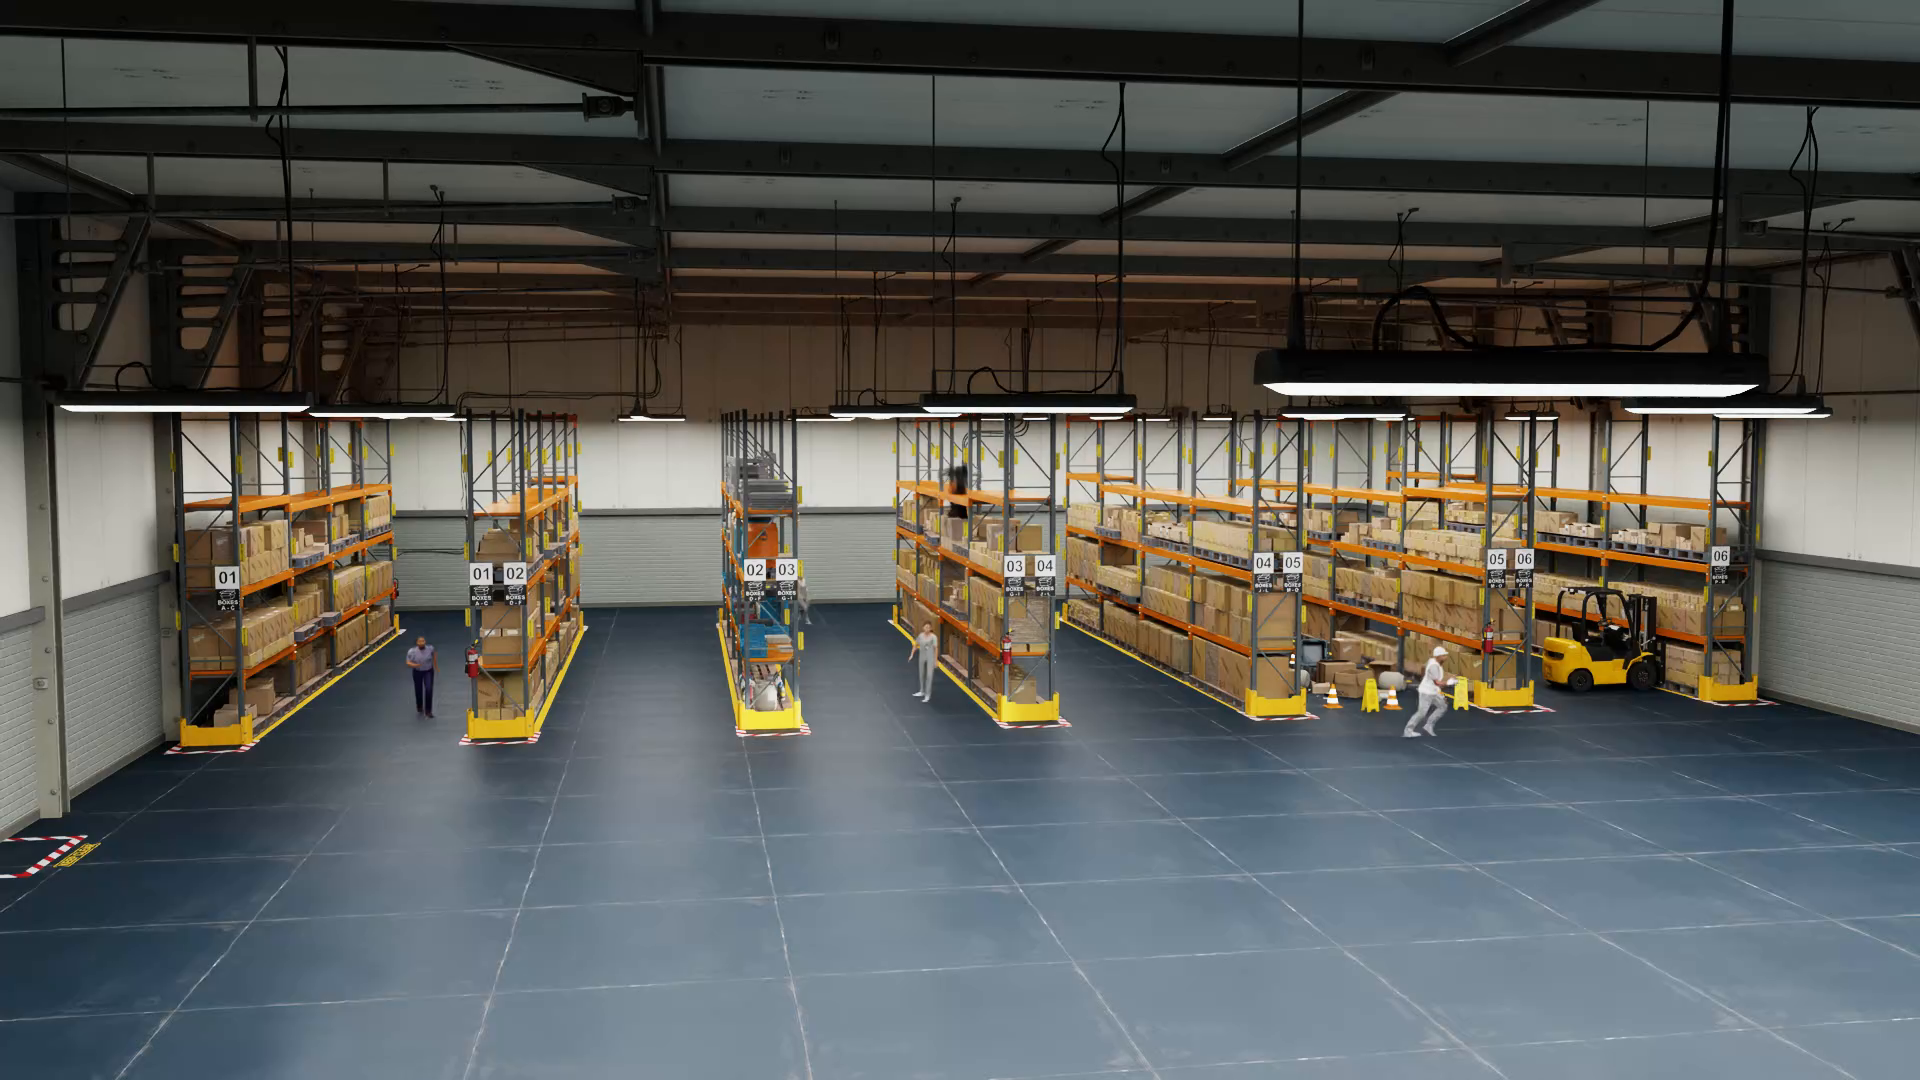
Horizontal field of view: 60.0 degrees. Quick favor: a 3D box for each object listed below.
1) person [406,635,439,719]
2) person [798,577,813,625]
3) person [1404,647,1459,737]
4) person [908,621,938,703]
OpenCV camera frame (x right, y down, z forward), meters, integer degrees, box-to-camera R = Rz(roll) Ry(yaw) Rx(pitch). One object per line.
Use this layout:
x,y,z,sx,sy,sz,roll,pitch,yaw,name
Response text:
-10.523,2.649,32.573,0.601,1.625,0.945,-1,4,-18,person
-4.572,1.661,47.377,0.518,1.547,0.650,-4,6,-44,person
8.564,2.764,30.149,0.954,1.695,0.709,2,4,26,person
-0.739,2.498,34.522,0.619,1.659,0.761,2,4,24,person
